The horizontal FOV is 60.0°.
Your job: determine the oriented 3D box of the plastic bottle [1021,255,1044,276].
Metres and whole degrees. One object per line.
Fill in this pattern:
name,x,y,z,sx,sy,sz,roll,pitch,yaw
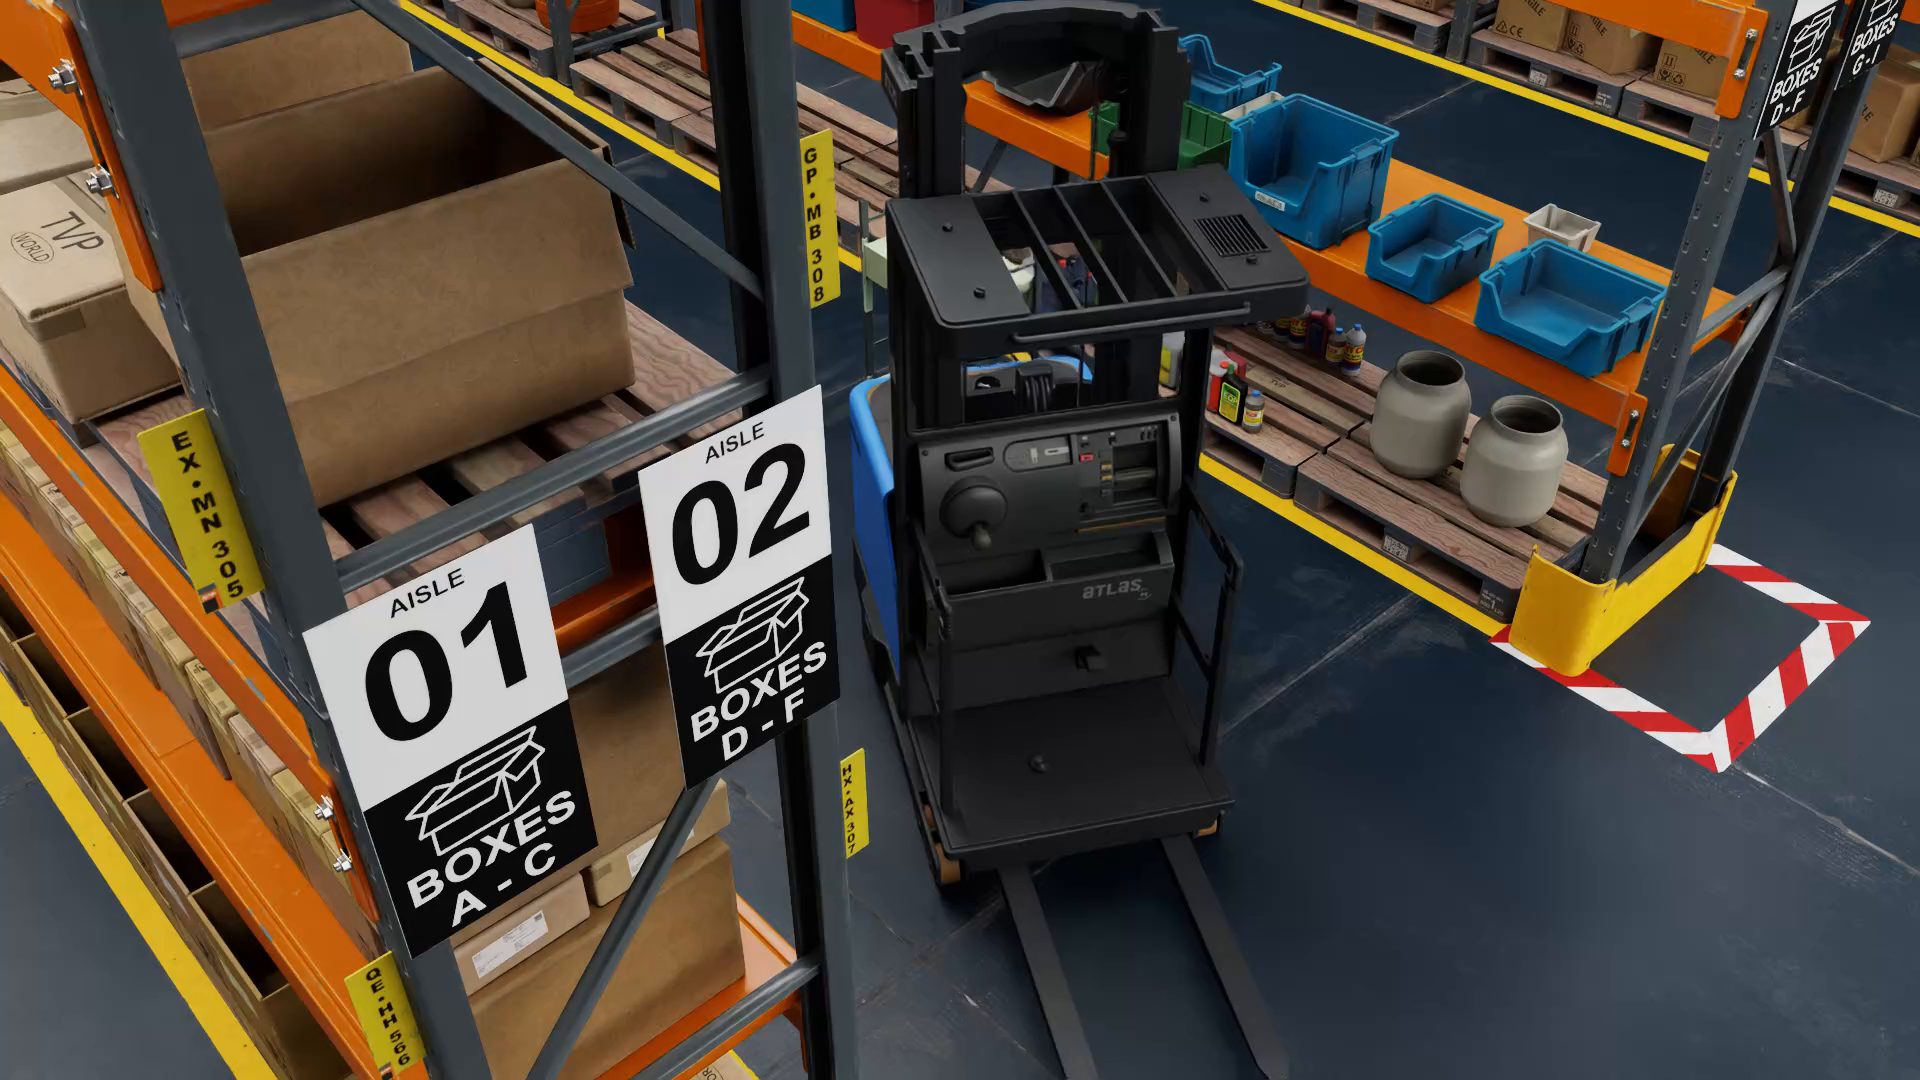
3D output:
plastic bottle,0.409,-1.375,8.882,0.152,0.276,0.135,-28,47,-30

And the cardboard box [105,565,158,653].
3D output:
cardboard box,-2.118,0.116,4.624,0.380,0.149,0.250,-31,48,-32

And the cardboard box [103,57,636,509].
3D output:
cardboard box,-1.054,-0.473,3.033,0.797,0.503,0.637,-27,46,-29

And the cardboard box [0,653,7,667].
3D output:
cardboard box,-3.868,0.206,6.962,0.500,0.250,0.500,-30,48,-32

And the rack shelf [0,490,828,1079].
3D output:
rack shelf,-2.021,0.574,5.225,1.077,0.370,4.000,-30,48,-32

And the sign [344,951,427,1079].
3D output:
sign,-1.078,0.901,3.137,0.100,0.325,0.005,-30,48,-32

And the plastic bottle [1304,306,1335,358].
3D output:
plastic bottle,1.846,-1.082,8.514,0.061,0.283,0.133,-29,47,-31

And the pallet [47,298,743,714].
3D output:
pallet,-1.128,-0.251,3.357,1.003,0.211,1.213,-30,48,-32

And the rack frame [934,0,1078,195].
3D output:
rack frame,0.277,-2.735,8.749,1.000,3.000,0.127,-30,48,-32

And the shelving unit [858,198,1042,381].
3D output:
shelving unit,-0.046,-0.779,7.521,0.431,1.500,0.755,-27,46,-30

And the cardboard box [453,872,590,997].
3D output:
cardboard box,-1.067,0.832,3.736,0.380,0.149,0.250,-31,48,-32

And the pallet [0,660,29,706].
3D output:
pallet,-3.901,0.129,7.423,1.003,0.211,1.213,-30,48,-32

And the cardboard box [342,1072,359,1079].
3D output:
cardboard box,-1.596,1.777,5.017,0.500,0.250,0.500,-30,48,-32

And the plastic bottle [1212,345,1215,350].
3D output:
plastic bottle,1.253,-0.884,8.334,0.097,0.201,0.097,0,39,0

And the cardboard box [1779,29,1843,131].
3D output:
cardboard box,5.382,-3.035,10.776,0.500,0.500,0.500,-25,45,-28

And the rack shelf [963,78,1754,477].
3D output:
rack shelf,1.630,-1.529,7.829,1.077,0.370,4.000,-30,48,-32

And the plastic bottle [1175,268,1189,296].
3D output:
plastic bottle,1.215,-1.380,8.883,0.061,0.283,0.133,-30,48,-32

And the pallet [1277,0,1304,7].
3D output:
pallet,2.569,-4.679,13.376,1.003,0.211,1.213,-30,48,-32

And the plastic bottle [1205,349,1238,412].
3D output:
plastic bottle,1.267,-0.787,8.155,0.152,0.276,0.135,-30,47,-31

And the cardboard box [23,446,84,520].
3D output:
cardboard box,-2.388,-0.507,4.879,0.700,0.500,0.500,-30,48,-32

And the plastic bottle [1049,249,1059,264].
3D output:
plastic bottle,0.487,-1.423,8.936,0.061,0.283,0.133,-30,48,-32

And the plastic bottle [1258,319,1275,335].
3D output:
plastic bottle,1.619,-1.188,8.711,0.097,0.201,0.097,0,39,0

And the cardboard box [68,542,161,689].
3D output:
cardboard box,-2.371,0.007,5.274,0.700,0.500,0.500,-29,47,-31

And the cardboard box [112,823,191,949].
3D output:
cardboard box,-2.615,1.085,5.873,0.500,0.250,0.500,-30,48,-32

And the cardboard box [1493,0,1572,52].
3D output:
cardboard box,4.167,-3.828,11.758,0.500,0.500,0.500,-32,48,-33

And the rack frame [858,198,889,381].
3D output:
rack frame,-0.277,-0.957,7.741,0.400,1.500,0.023,-27,46,-30

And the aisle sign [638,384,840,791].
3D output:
aisle sign,-0.398,0.108,3.159,0.394,0.787,0.004,-30,48,-32

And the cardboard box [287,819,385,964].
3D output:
cardboard box,-1.334,0.718,4.394,0.700,0.500,0.500,-29,47,-31

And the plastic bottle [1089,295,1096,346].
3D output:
plastic bottle,0.726,-1.118,8.559,0.061,0.283,0.133,-28,47,-30

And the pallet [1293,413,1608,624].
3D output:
pallet,2.351,-0.192,7.820,1.003,0.211,1.213,-30,48,-32

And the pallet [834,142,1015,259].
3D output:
pallet,-0.282,-1.997,10.055,1.003,0.211,1.213,-30,48,-32

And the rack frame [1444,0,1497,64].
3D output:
rack frame,3.926,-4.840,11.355,1.000,3.000,0.127,-30,48,-32

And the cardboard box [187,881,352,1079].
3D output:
cardboard box,-1.938,1.256,5.065,0.500,0.500,0.500,-30,48,-32

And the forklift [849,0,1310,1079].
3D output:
forklift,0.369,-0.132,5.580,1.130,2.935,3.031,-9,40,-10

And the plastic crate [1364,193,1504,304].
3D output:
plastic crate,1.989,-1.233,7.008,0.499,0.251,0.408,-30,48,-32

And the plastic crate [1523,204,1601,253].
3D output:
plastic crate,2.614,-1.332,7.222,0.298,0.136,0.250,-30,48,-32

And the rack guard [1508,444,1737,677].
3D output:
rack guard,2.897,0.074,7.261,1.175,0.500,0.348,-30,48,-32

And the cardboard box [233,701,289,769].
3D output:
cardboard box,-1.370,0.189,4.017,0.700,0.500,0.500,-31,48,-33

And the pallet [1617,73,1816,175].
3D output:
pallet,5.235,-2.894,11.165,1.003,0.211,1.213,-30,48,-32

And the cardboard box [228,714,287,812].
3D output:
cardboard box,-1.587,0.476,4.177,0.380,0.149,0.250,-29,47,-31

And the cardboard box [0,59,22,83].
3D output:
cardboard box,-2.353,-1.241,3.984,0.797,0.503,0.637,-25,45,-27

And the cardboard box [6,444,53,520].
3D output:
cardboard box,-2.643,-0.244,5.069,0.380,0.149,0.250,-32,49,-33

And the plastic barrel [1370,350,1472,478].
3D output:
plastic barrel,2.142,-0.583,7.731,0.421,0.512,0.421,0,39,0

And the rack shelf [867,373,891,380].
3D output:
rack shelf,-0.046,-0.525,7.726,0.431,0.370,0.720,-27,46,-30

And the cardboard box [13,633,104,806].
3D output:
cardboard box,-2.947,0.559,5.928,0.500,0.500,0.500,-30,48,-32

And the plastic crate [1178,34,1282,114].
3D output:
plastic crate,1.226,-2.280,8.304,0.499,0.251,0.616,-30,48,-32
